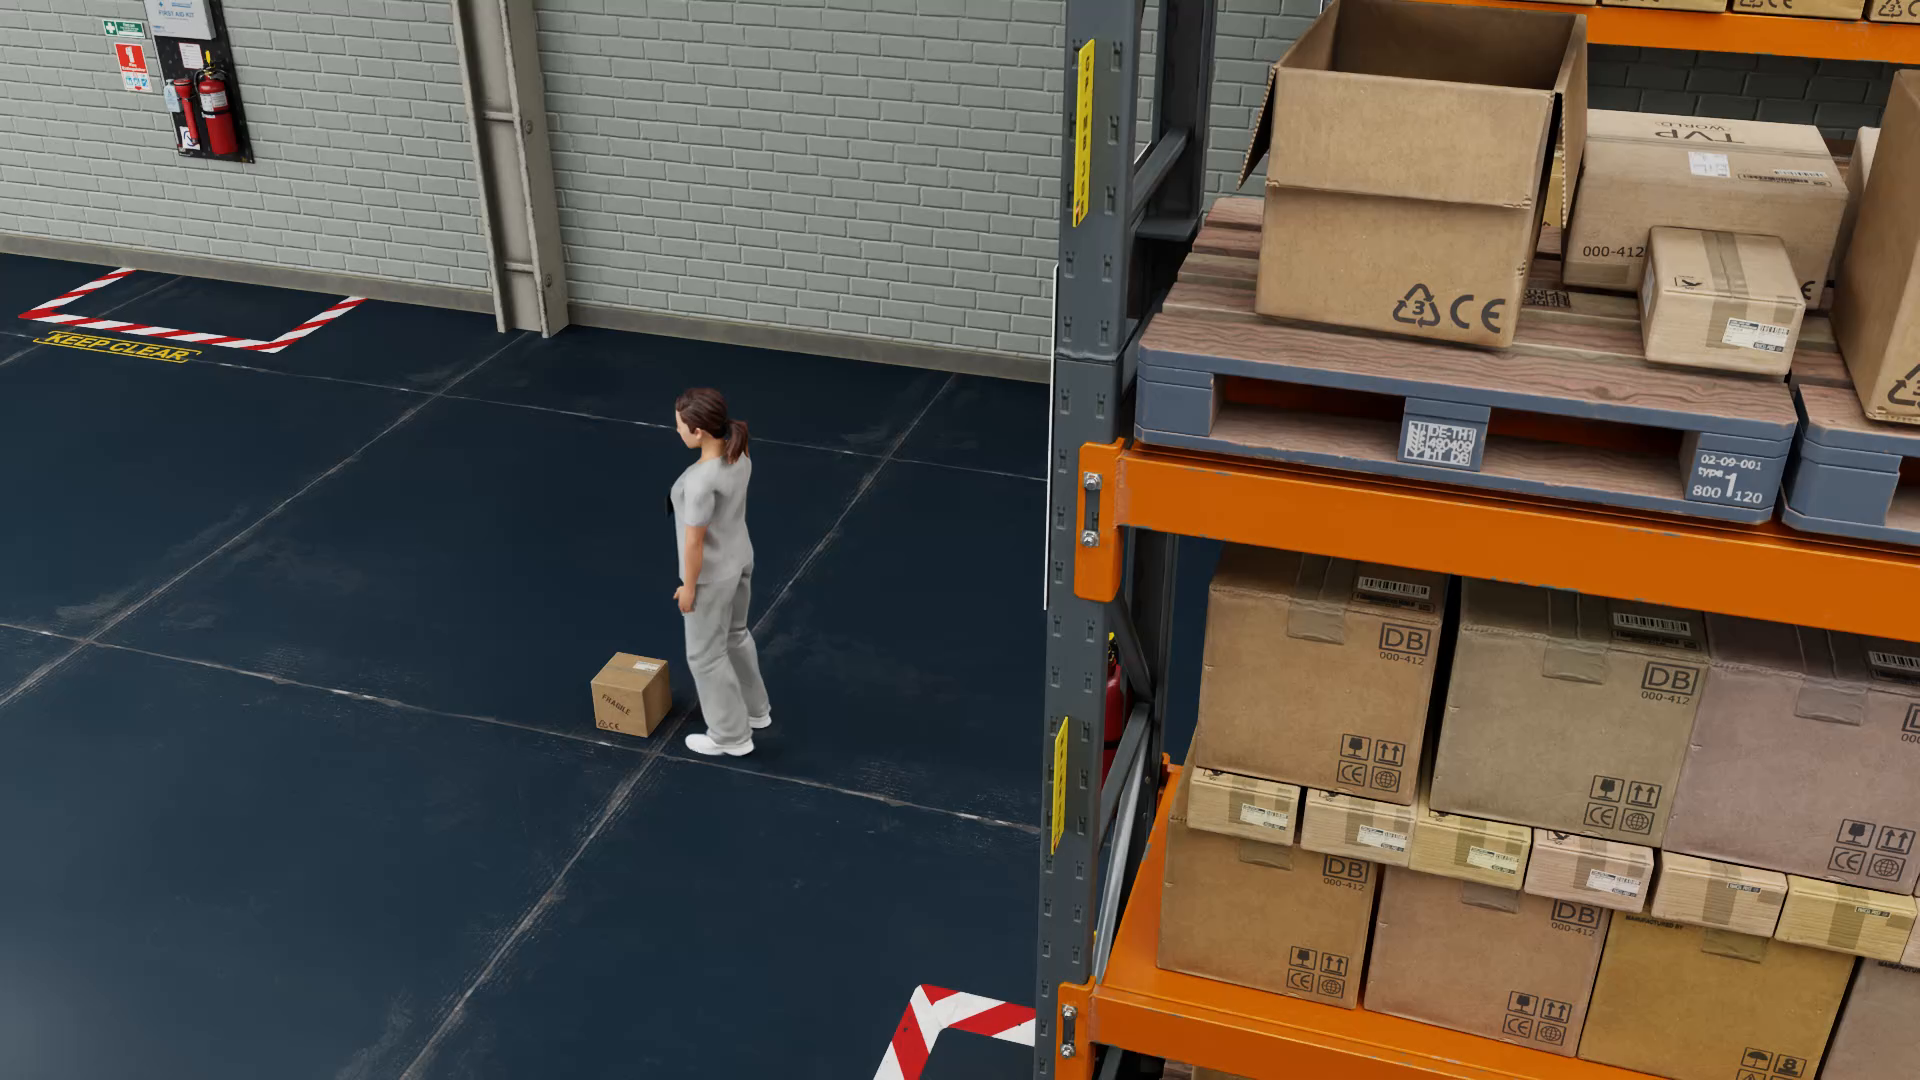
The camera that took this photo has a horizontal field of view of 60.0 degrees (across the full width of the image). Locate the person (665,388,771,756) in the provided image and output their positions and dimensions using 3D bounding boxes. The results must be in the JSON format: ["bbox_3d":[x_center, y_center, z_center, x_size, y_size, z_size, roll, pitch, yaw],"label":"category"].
[{"bbox_3d":[-1.000,0.142,6.891,0.365,1.681,0.440,9,31,16],"label":"person"}]
